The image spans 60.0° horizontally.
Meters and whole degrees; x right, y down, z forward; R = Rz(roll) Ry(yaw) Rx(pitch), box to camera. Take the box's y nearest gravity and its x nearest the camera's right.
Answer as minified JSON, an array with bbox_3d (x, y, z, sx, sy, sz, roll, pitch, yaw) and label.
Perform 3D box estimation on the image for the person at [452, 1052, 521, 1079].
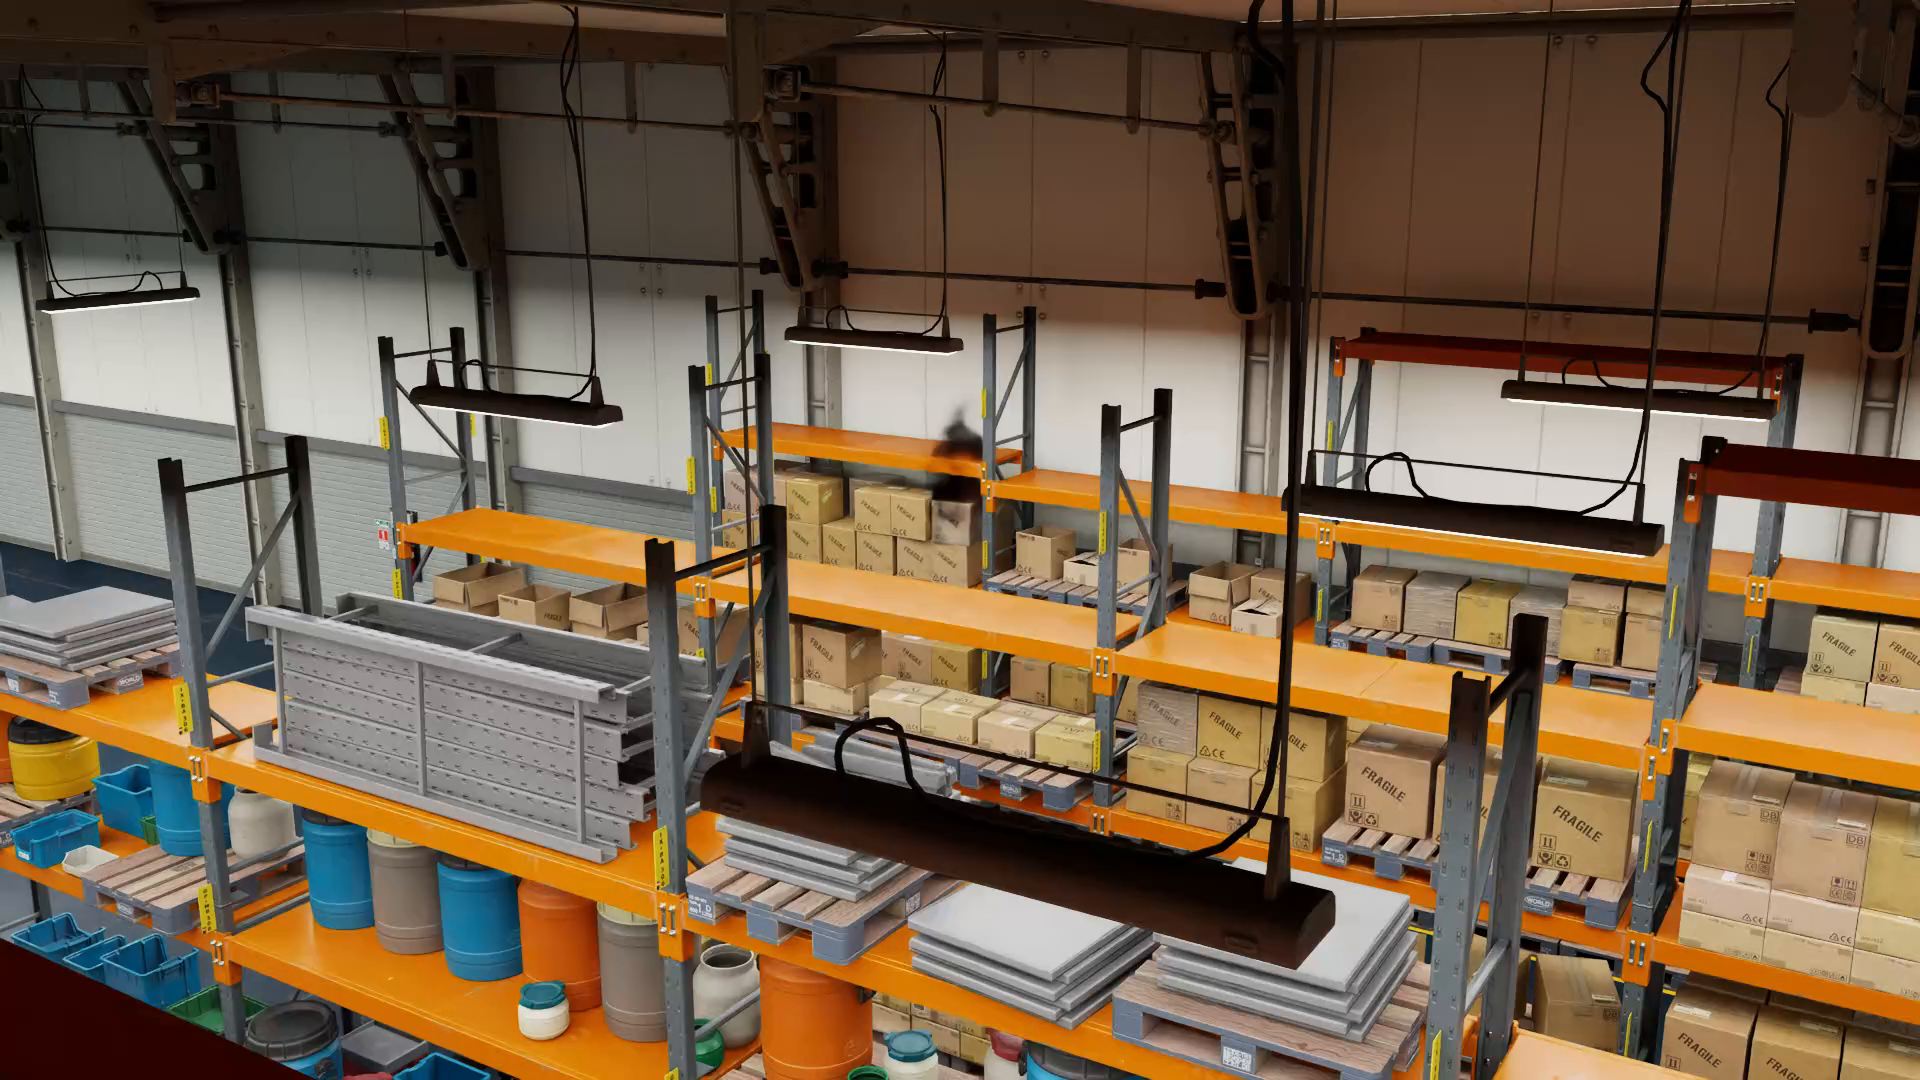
[{"bbox_3d":[-3.756,3.994,13.324,0.923,1.829,0.678,6,15,24],"label":"person"}]

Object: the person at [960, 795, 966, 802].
[{"bbox_3d":[-0.156,3.146,16.887,0.823,1.808,0.668,9,16,33],"label":"person"}]
